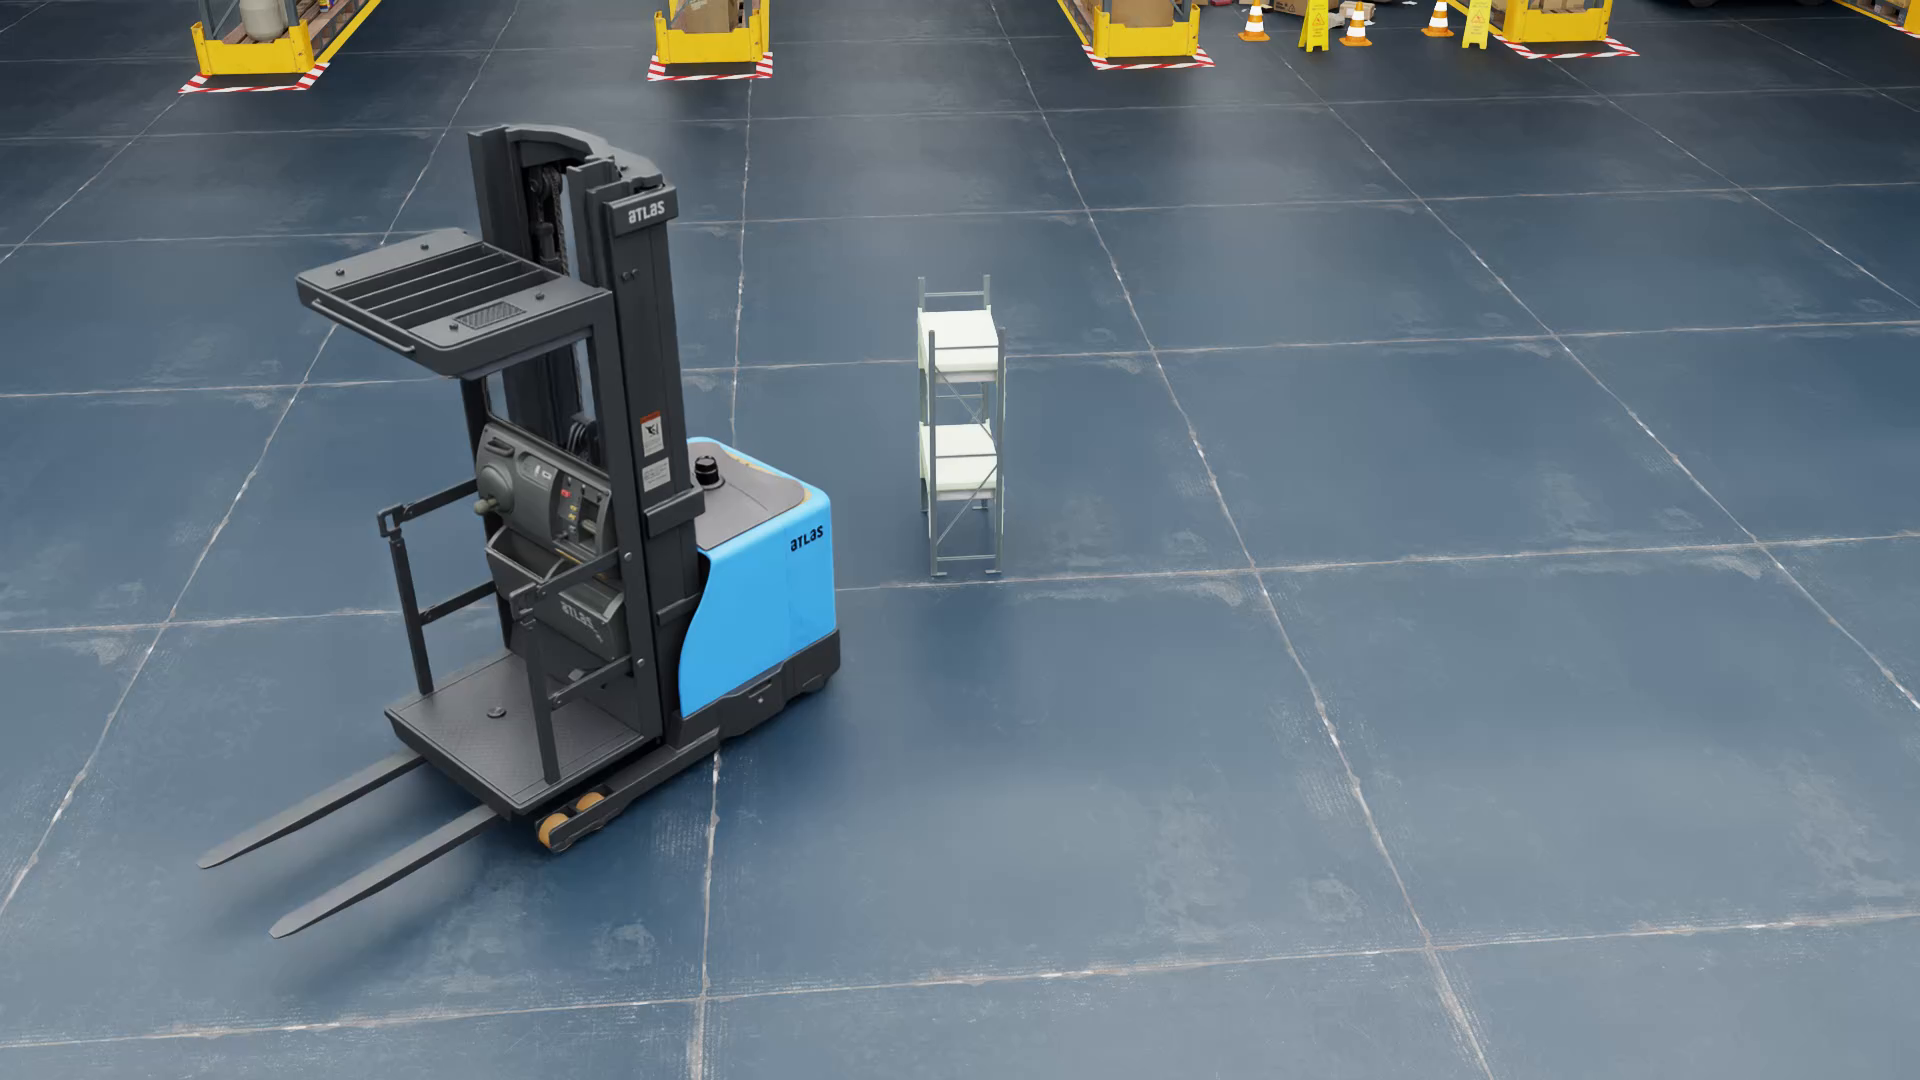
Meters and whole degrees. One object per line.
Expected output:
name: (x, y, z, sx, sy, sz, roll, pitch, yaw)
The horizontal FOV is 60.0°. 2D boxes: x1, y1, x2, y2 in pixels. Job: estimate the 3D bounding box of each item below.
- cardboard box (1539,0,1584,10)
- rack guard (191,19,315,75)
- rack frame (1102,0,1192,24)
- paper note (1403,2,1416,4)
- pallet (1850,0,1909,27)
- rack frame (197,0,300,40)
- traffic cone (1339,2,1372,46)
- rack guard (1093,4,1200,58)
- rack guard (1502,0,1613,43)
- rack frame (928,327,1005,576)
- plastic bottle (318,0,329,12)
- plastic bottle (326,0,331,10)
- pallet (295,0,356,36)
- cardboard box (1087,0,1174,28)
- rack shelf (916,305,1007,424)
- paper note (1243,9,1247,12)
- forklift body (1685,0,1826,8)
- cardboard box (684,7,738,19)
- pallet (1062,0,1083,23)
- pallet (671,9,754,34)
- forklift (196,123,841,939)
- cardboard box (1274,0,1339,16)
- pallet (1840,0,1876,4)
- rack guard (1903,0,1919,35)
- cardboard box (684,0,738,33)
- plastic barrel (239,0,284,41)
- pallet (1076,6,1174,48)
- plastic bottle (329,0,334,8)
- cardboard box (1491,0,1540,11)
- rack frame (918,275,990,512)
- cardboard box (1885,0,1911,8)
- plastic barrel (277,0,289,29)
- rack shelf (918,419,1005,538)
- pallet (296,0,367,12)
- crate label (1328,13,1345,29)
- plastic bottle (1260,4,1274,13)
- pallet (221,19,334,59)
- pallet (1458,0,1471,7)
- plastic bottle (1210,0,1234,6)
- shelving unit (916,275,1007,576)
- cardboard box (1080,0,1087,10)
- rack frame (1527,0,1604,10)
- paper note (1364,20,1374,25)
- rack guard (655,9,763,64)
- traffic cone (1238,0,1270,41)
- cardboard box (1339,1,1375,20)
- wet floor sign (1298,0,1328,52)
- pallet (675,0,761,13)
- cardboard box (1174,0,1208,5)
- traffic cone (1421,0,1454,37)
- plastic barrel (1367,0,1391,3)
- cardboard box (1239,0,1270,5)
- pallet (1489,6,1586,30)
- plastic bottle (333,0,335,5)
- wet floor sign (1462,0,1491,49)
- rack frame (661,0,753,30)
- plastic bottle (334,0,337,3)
cardboard box: (7.243, -6.627, 20.191, 0.500, 0.250, 0.500, -3, 31, -5)
rack guard: (-7.809, -5.453, 18.392, 1.175, 0.500, 0.348, -3, 31, -5)
rack frame: (2.124, -6.913, 18.398, 1.000, 3.000, 0.127, -3, 31, -5)
paper note: (5.735, -6.848, 21.185, 0.142, 0.019, 0.148, -14, 33, -22)
pallet: (11.872, -6.633, 20.648, 1.003, 0.211, 1.213, -3, 31, -5)
rack frame: (-7.755, -6.490, 17.690, 1.000, 3.000, 0.127, -3, 31, -5)
traffic cone: (4.645, -6.043, 19.417, 0.336, 0.463, 0.334, -3, 31, -5)
rack guard: (2.127, -5.827, 19.019, 1.175, 0.500, 0.348, -3, 31, -5)
rack guard: (7.036, -6.167, 19.588, 1.175, 0.500, 0.348, -3, 31, -5)
rack frame: (0.035, -0.454, 9.047, 0.400, 1.500, 0.023, -3, 31, -5)
plastic bottle: (-7.614, -6.448, 19.851, 0.097, 0.271, 0.097, 0, 31, 0)
plastic bottle: (-7.624, -6.471, 19.957, 0.097, 0.201, 0.097, 0, 31, 0)
pallet: (-7.990, -6.365, 20.201, 1.003, 0.211, 1.213, -3, 31, -5)
cardboard box: (1.995, -6.524, 19.410, 0.875, 0.875, 0.875, -3, 31, -4)
rack shelf: (0.001, -0.976, 9.160, 0.431, 0.370, 0.720, -3, 31, -5)
paper note: (3.565, -6.647, 20.868, 0.032, 0.001, 0.123, 13, 33, 21)
forklift body: (9.991, -7.958, 20.975, 2.313, 2.155, 1.214, -3, 31, -5)
cardboard box: (-2.955, -6.457, 19.663, 0.500, 0.500, 0.500, 5, 31, 8)
pallet: (1.861, -6.742, 20.831, 1.003, 0.211, 1.213, -3, 31, -5)
pallet: (-2.871, -5.985, 19.564, 1.003, 0.211, 1.213, -3, 31, -5)
forklift: (-1.972, -0.164, 7.167, 1.130, 2.935, 3.031, 25, 39, 35)
cardboard box: (4.359, -6.905, 20.820, 0.637, 0.503, 0.797, 27, 40, 37)
pallet: (11.761, -7.254, 21.689, 1.003, 0.211, 1.213, -3, 31, -5)
rack guard: (11.987, -6.356, 19.903, 1.175, 0.500, 0.348, -3, 31, -5)
cardboard box: (-2.865, -6.154, 19.155, 0.500, 0.500, 0.500, 3, 31, 5)
plastic barrel: (-7.892, -5.934, 18.776, 0.421, 0.512, 0.421, 0, 31, 0)
pallet: (1.972, -6.120, 19.791, 1.003, 0.211, 1.213, -3, 31, -5)
plastic bottle: (-7.617, -6.569, 20.043, 0.061, 0.283, 0.133, -2, 31, -4)
cardboard box: (6.698, -6.614, 20.169, 0.500, 0.250, 0.500, -3, 31, -5)
rack frame: (-0.034, -0.827, 9.673, 0.400, 1.500, 0.023, -3, 31, -5)
cardboard box: (11.626, -6.666, 20.257, 0.500, 0.250, 0.500, -3, 31, -4)
plastic barrel: (-7.939, -6.190, 19.205, 0.421, 0.512, 0.421, 0, 31, 0)
rack shelf: (0.001, -0.361, 9.527, 0.431, 0.370, 0.720, -3, 31, -5)
pallet: (-8.107, -6.990, 21.246, 1.003, 0.211, 1.213, -3, 31, -5)
crate label: (4.510, -6.302, 20.167, 0.250, 0.136, 0.298, -20, 36, -30)
plastic bottle: (3.806, -6.677, 20.869, 0.133, 0.061, 0.283, -14, 33, -22)
pallet: (-7.879, -5.744, 19.161, 1.003, 0.211, 1.213, -3, 31, -5)
pallet: (6.885, -7.081, 21.399, 1.003, 0.211, 1.213, -3, 31, -5)
plastic bottle: (3.336, -6.843, 21.146, 0.283, 0.061, 0.133, -14, 33, -22)
shelving unit: (0.001, -0.640, 9.360, 0.431, 1.500, 0.755, -3, 31, -5)
cardboard box: (1.911, -6.973, 20.162, 0.875, 0.875, 0.875, -3, 31, -5)
rack frame: (7.043, -7.202, 18.882, 1.000, 3.000, 0.127, -3, 31, -5)
paper note: (4.973, -6.314, 20.291, 0.148, 0.019, 0.142, -14, 33, -22)
rack guard: (-2.831, -5.692, 18.793, 1.175, 0.500, 0.348, -3, 31, -5)
traffic cone: (3.489, -6.163, 19.617, 0.336, 0.463, 0.334, -3, 31, -5)
cardboard box: (4.910, -6.550, 20.570, 0.380, 0.149, 0.250, 13, 33, 21)
wet floor sign: (4.098, -5.982, 19.136, 0.267, 0.644, 0.232, -8, 32, -13)
pallet: (-2.982, -6.606, 20.604, 1.003, 0.211, 1.213, -3, 31, -5)
cardboard box: (2.917, -7.140, 21.213, 0.500, 0.500, 0.500, 2, 31, 4)
traffic cone: (5.719, -6.270, 19.796, 0.336, 0.463, 0.334, -3, 31, -5)
plastic barrel: (5.343, -7.078, 21.186, 0.512, 0.421, 0.421, 20, 36, 29)
cardboard box: (3.745, -6.992, 21.197, 0.396, 0.266, 0.258, 2, 31, 4)
pallet: (6.995, -6.460, 20.359, 1.003, 0.211, 1.213, -3, 31, -5)
plastic bottle: (-7.646, -6.623, 20.144, 0.097, 0.271, 0.097, 0, 31, 0)
wet floor sign: (5.996, -6.043, 19.237, 0.267, 0.644, 0.232, 8, 32, 13)
rack frame: (-2.823, -6.727, 18.087, 1.000, 3.000, 0.127, -3, 31, -5)
plastic bottle: (-7.655, -6.674, 20.230, 0.097, 0.271, 0.097, 0, 31, 0)
